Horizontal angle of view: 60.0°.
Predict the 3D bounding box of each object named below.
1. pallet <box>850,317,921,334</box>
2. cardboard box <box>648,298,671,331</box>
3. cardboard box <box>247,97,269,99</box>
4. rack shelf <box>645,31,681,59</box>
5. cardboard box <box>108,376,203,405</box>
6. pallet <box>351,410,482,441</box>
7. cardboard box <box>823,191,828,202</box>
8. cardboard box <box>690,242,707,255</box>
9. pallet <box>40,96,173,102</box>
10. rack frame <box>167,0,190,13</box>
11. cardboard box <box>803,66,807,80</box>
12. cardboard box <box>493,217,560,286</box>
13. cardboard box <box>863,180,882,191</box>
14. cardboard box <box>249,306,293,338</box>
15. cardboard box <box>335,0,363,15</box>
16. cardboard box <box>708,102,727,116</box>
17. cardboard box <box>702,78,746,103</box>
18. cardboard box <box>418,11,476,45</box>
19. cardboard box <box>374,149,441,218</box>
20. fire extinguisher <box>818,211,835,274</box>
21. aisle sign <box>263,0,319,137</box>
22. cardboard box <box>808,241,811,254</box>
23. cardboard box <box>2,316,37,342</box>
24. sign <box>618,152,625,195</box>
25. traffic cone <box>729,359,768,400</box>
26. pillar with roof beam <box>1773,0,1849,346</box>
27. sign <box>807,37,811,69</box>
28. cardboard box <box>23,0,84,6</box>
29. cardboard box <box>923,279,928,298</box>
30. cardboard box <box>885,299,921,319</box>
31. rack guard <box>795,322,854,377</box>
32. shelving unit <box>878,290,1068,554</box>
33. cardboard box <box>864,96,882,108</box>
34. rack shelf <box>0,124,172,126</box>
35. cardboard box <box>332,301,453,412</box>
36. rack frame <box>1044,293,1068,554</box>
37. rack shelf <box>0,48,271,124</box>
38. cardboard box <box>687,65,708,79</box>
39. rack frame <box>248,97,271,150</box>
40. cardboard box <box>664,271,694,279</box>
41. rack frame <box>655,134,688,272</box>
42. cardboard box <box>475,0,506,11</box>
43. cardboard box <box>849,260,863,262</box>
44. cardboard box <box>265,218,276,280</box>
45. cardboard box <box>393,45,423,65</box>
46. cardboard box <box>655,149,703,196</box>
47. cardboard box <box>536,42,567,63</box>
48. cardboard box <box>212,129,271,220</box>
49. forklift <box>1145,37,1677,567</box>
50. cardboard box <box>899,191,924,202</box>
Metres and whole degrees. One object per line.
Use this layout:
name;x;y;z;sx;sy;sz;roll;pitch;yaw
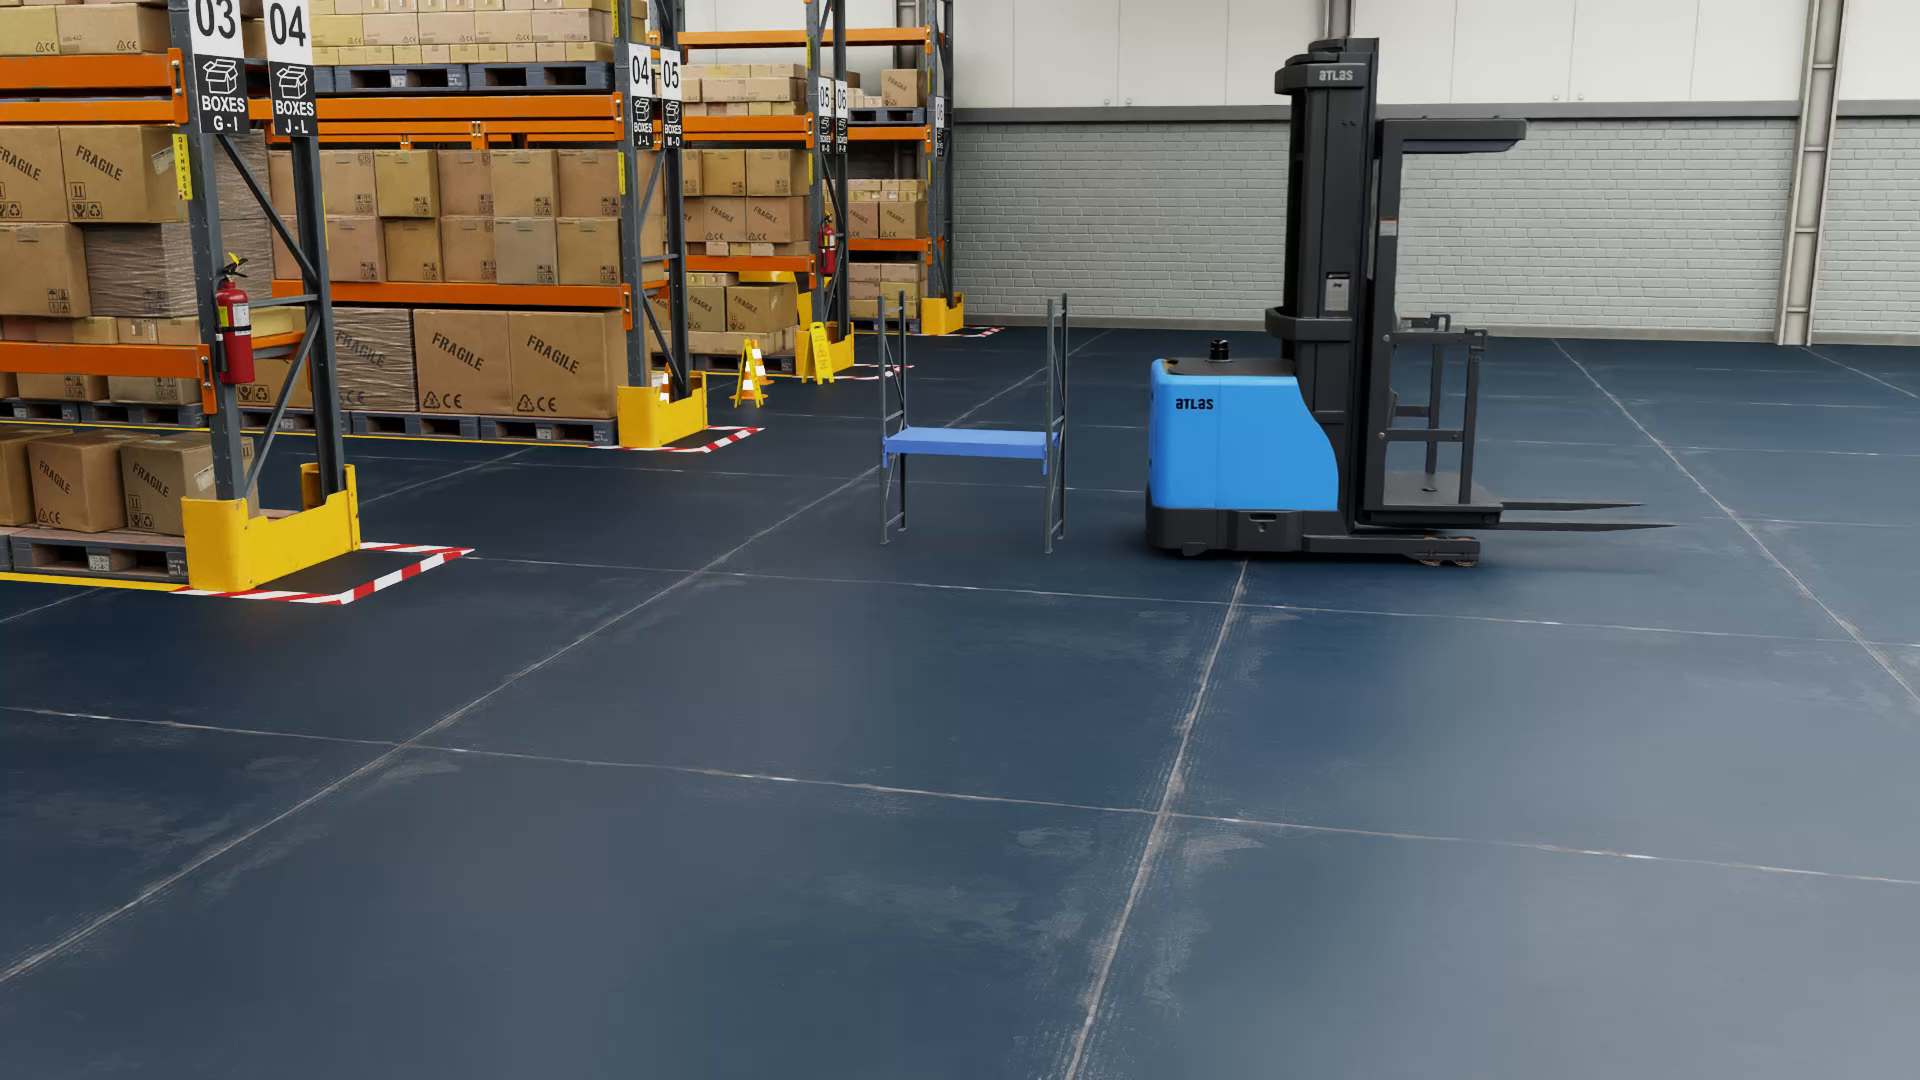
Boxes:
pallet;-1.022;-3.105;23.739;1.213;0.211;1.003;3;13;14
cardboard box;-3.291;-2.660;18.947;0.500;0.500;0.500;3;13;12
cardboard box;-8.304;-5.268;19.897;0.500;0.500;0.700;3;13;14
rack shelf;-6.095;-7.129;24.173;4.000;0.370;1.077;3;13;14
cardboard box;-7.051;-1.672;15.071;0.750;0.750;1.050;3;13;13
pallet;-4.519;-1.072;14.579;1.213;0.211;1.003;3;13;14
cardboard box;-1.924;-4.821;23.309;0.250;0.149;0.380;3;13;14
cardboard box;-2.858;-3.300;18.763;0.250;0.149;0.380;3;13;14
pallet;-7.328;-3.961;14.676;1.217;0.209;0.805;3;13;11
rack frame;-3.829;-4.236;8.549;0.127;3.000;1.000;3;13;14
cardboard box;-1.751;-5.183;18.485;0.250;0.149;0.380;3;13;13
cardboard box;-3.453;-2.452;14.012;0.550;0.550;0.875;3;13;14
cardboard box;-1.175;-4.934;23.132;0.250;0.149;0.380;3;13;15
cardboard box;-4.049;-1.249;9.519;0.250;0.149;0.380;3;13;14
cardboard box;-4.918;-4.381;13.668;0.250;0.149;0.380;3;13;13
cardboard box;-2.598;-4.746;18.357;0.250;0.149;0.380;3;13;14
cardboard box;-2.501;-4.926;18.247;0.500;0.250;0.500;3;13;13
cardboard box;-4.058;-4.154;13.565;0.500;0.250;0.500;3;13;13
cardboard box;-4.507;-3.039;14.169;0.500;0.550;0.875;3;13;14
fire extinguisher;-1.454;-3.250;18.137;0.183;0.674;0.296;3;13;14
aisle sign;-3.697;-2.636;9.188;0.004;0.787;0.394;3;13;14
cardboard box;-1.735;-3.329;18.895;0.250;0.149;0.380;3;13;14
cardboard box;-5.125;-1.209;9.337;0.250;0.149;0.380;3;13;14
sign;-2.686;-2.912;13.215;0.005;0.325;0.100;3;13;14
traffic cone;-2.117;-1.652;16.613;0.334;0.463;0.336;3;13;14
pillar with roof beam;9.890;-6.061;16.778;0.400;9.000;9.100;3;13;14
sign;-1.607;-5.172;17.650;0.005;0.325;0.100;3;13;14
cardboard box;-4.690;-2.871;8.749;0.250;0.149;0.380;2;13;11
cardboard box;-0.676;-3.610;23.803;0.500;0.250;0.500;3;13;15
cardboard box;-0.801;-3.256;23.361;0.500;0.250;0.500;3;13;14
rack guard;-1.529;-2.175;18.881;0.348;0.500;1.175;3;13;14
shelving unit;0.083;-0.728;10.051;1.048;1.500;0.538;3;13;14
cardboard box;-1.147;-6.010;22.850;0.250;0.149;0.380;3;13;12
rack shelf;-11.164;-5.023;20.684;4.000;0.370;1.077;3;13;14
cardboard box;-4.956;-1.627;14.576;0.875;0.875;0.875;3;13;14
rack frame;0.576;-0.701;9.932;0.032;1.500;0.500;3;13;14
rack shelf;-5.771;-2.524;9.420;4.000;0.370;1.077;3;13;14
cardboard box;-2.817;-5.146;18.319;0.250;0.149;0.380;3;13;14
rack frame;-6.426;-2.552;14.812;0.127;3.000;1.000;3;13;14
cardboard box;-3.167;-2.956;18.781;0.250;0.149;0.380;4;13;16
rack frame;-4.153;-4.643;24.233;0.127;3.000;1.000;3;13;14
cardboard box;-3.694;-4.315;13.372;0.250;0.149;0.380;3;13;14
cardboard box;-1.660;-3.904;23.974;0.500;0.250;0.500;3;13;13
cardboard box;-6.065;-2.609;14.721;0.550;0.550;0.875;3;13;14
cardboard box;-4.428;-3.966;13.637;0.250;0.149;0.380;3;13;14
cardboard box;-3.013;-4.086;18.501;0.500;0.500;0.700;3;13;13
cardboard box;-3.191;-3.900;13.339;0.250;0.149;0.380;3;13;14
cardboard box;-4.298;-2.075;9.435;0.500;0.500;0.500;3;13;14
forklift;2.660;-1.399;9.772;3.031;2.935;1.130;1;13;4
cardboard box;-0.673;-4.759;23.032;0.250;0.149;0.380;3;13;14
